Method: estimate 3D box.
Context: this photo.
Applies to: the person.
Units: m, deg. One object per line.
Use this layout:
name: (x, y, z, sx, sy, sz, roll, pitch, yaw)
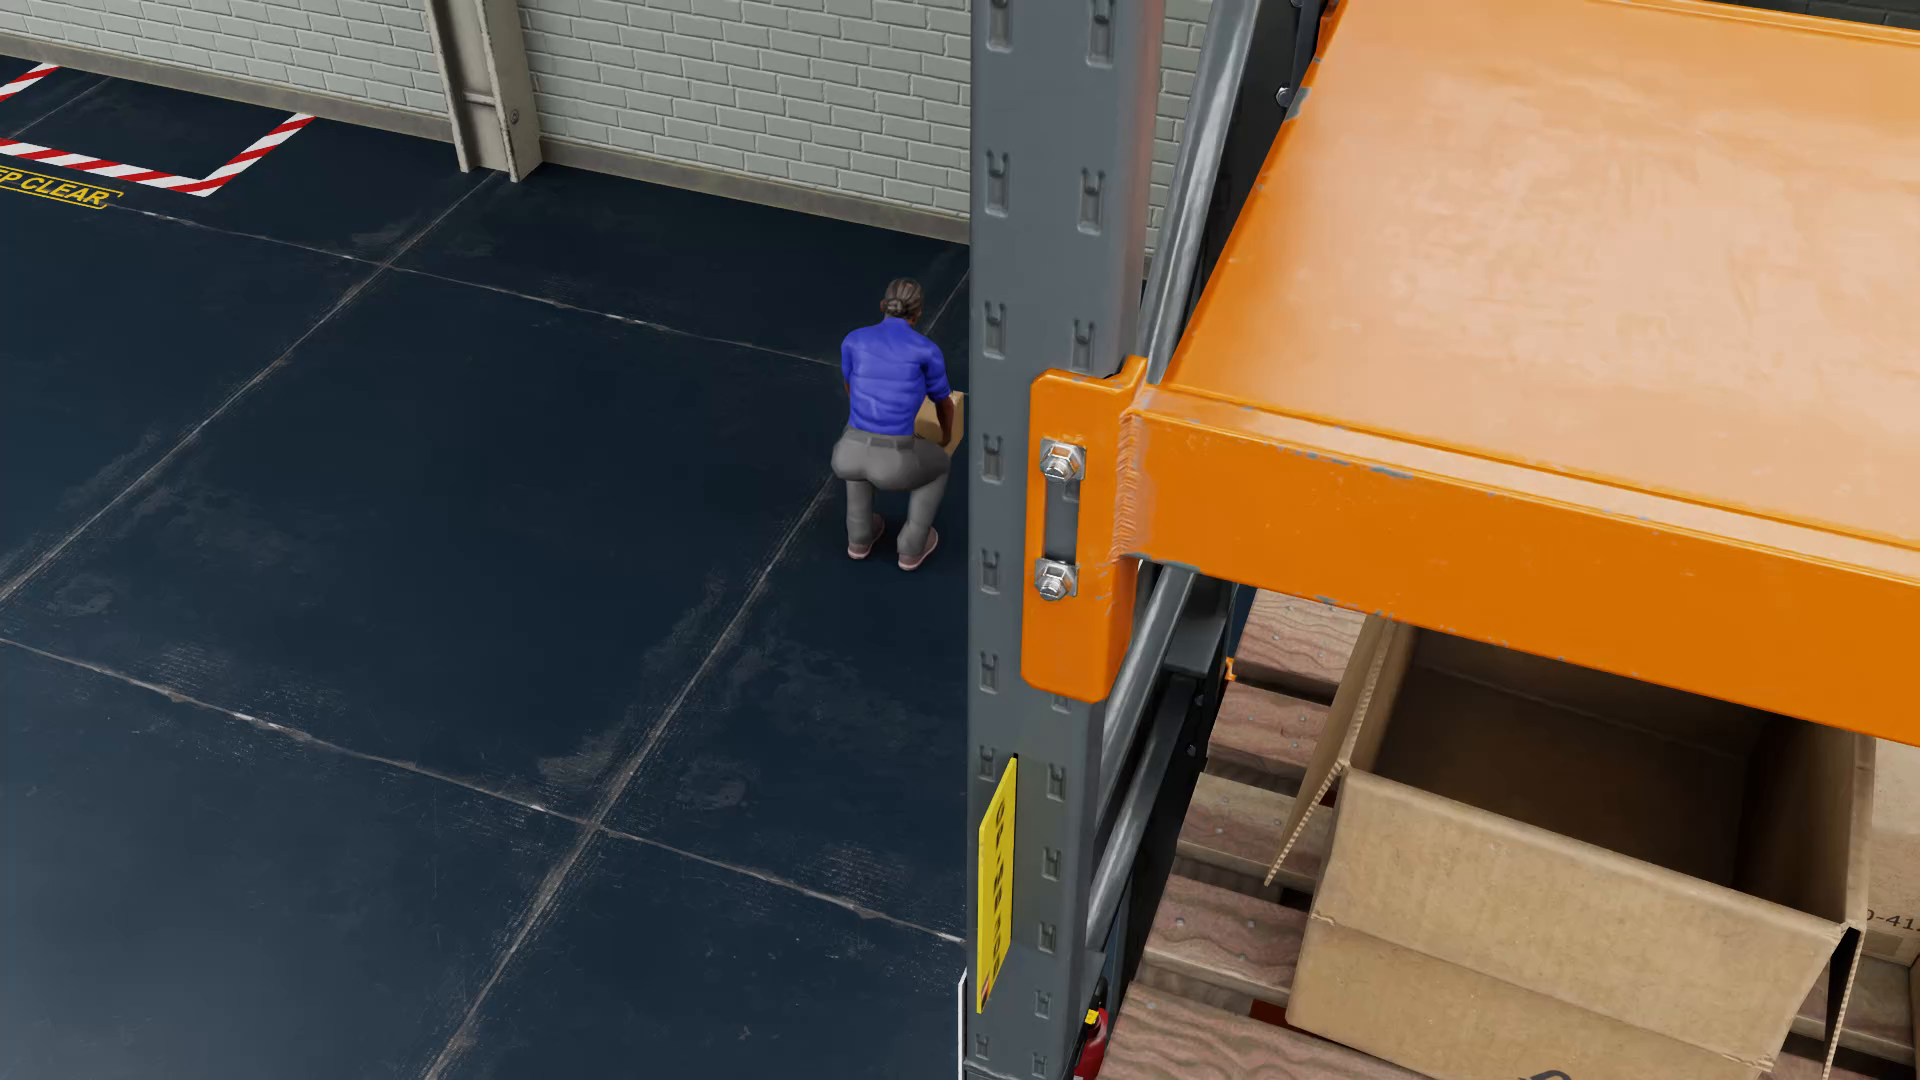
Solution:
person: (-0.310, -0.480, 7.031, 0.501, 1.112, 0.726, 14, 44, 15)
